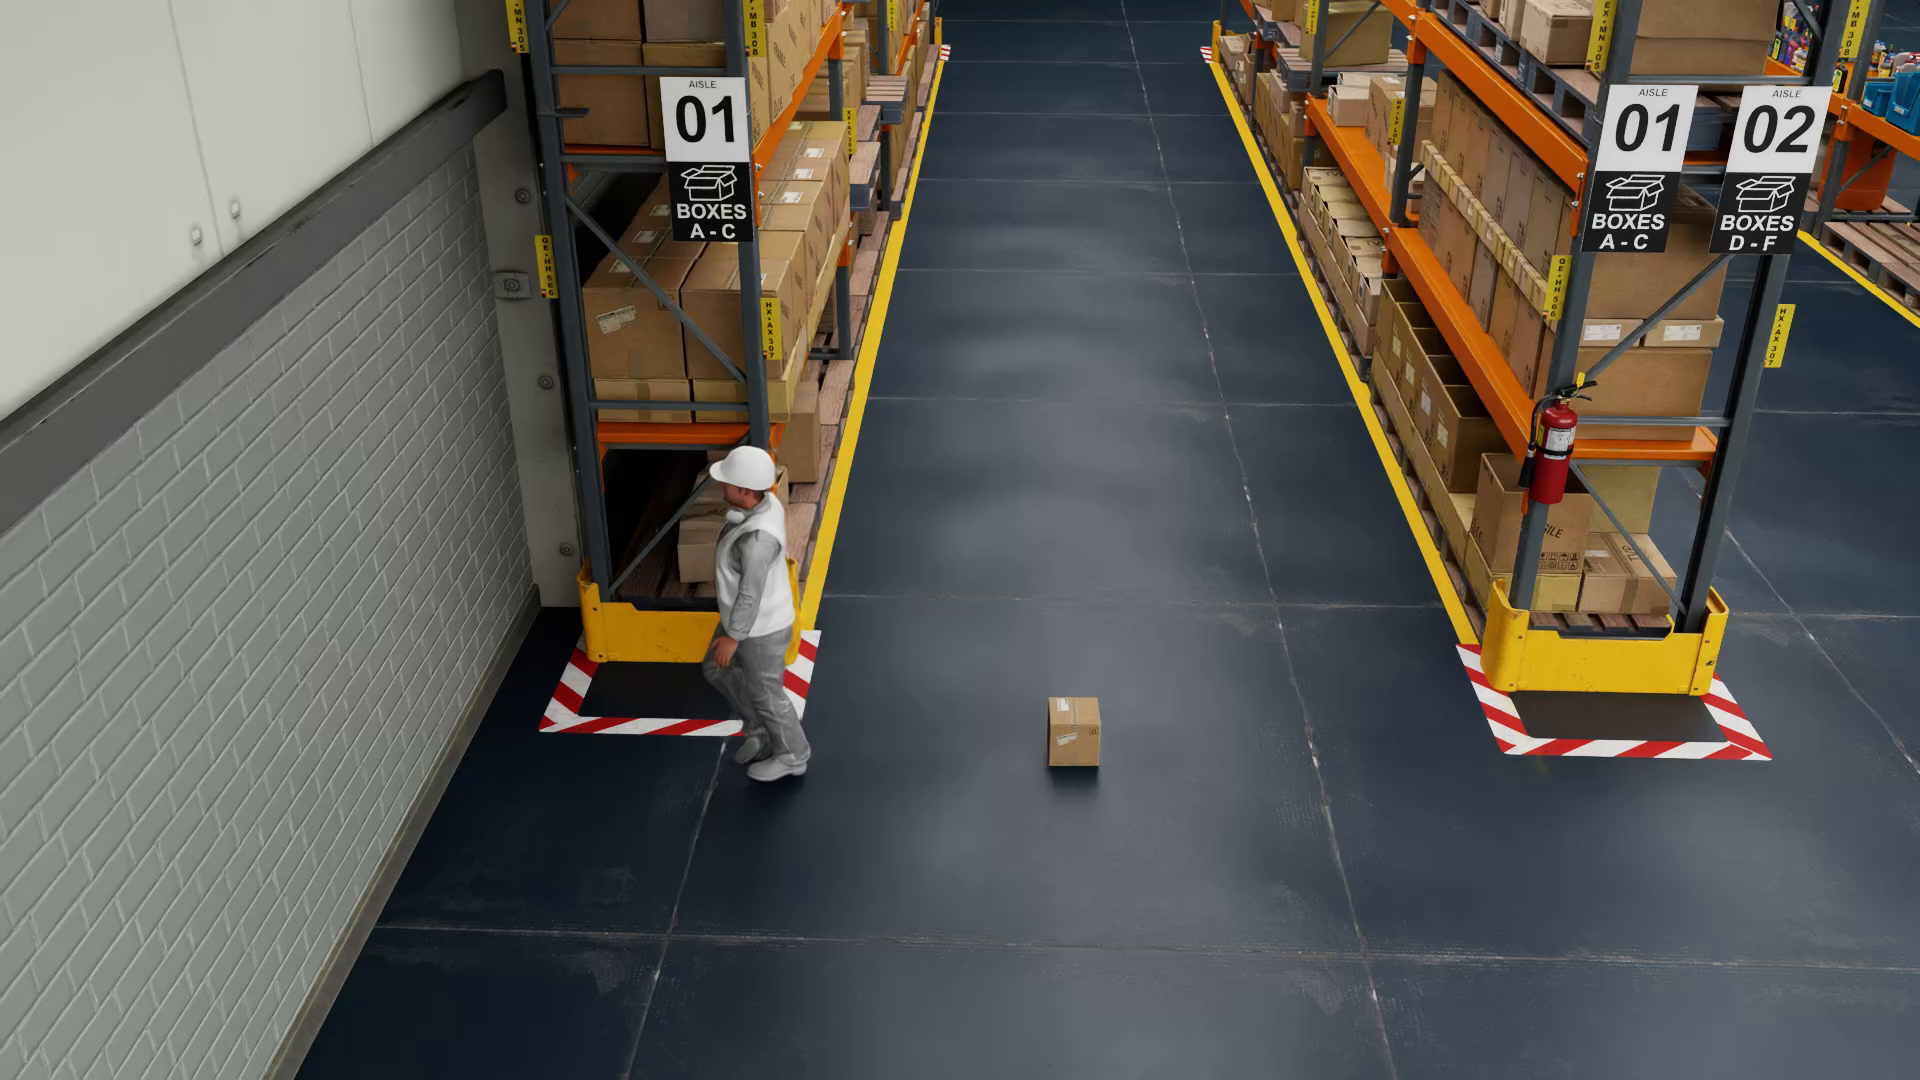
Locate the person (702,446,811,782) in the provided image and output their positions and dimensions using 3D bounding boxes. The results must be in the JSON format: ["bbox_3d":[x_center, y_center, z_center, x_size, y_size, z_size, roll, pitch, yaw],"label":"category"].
[{"bbox_3d":[-0.989,0.383,7.862,0.501,1.816,0.547,-4,28,-8],"label":"person"}]
